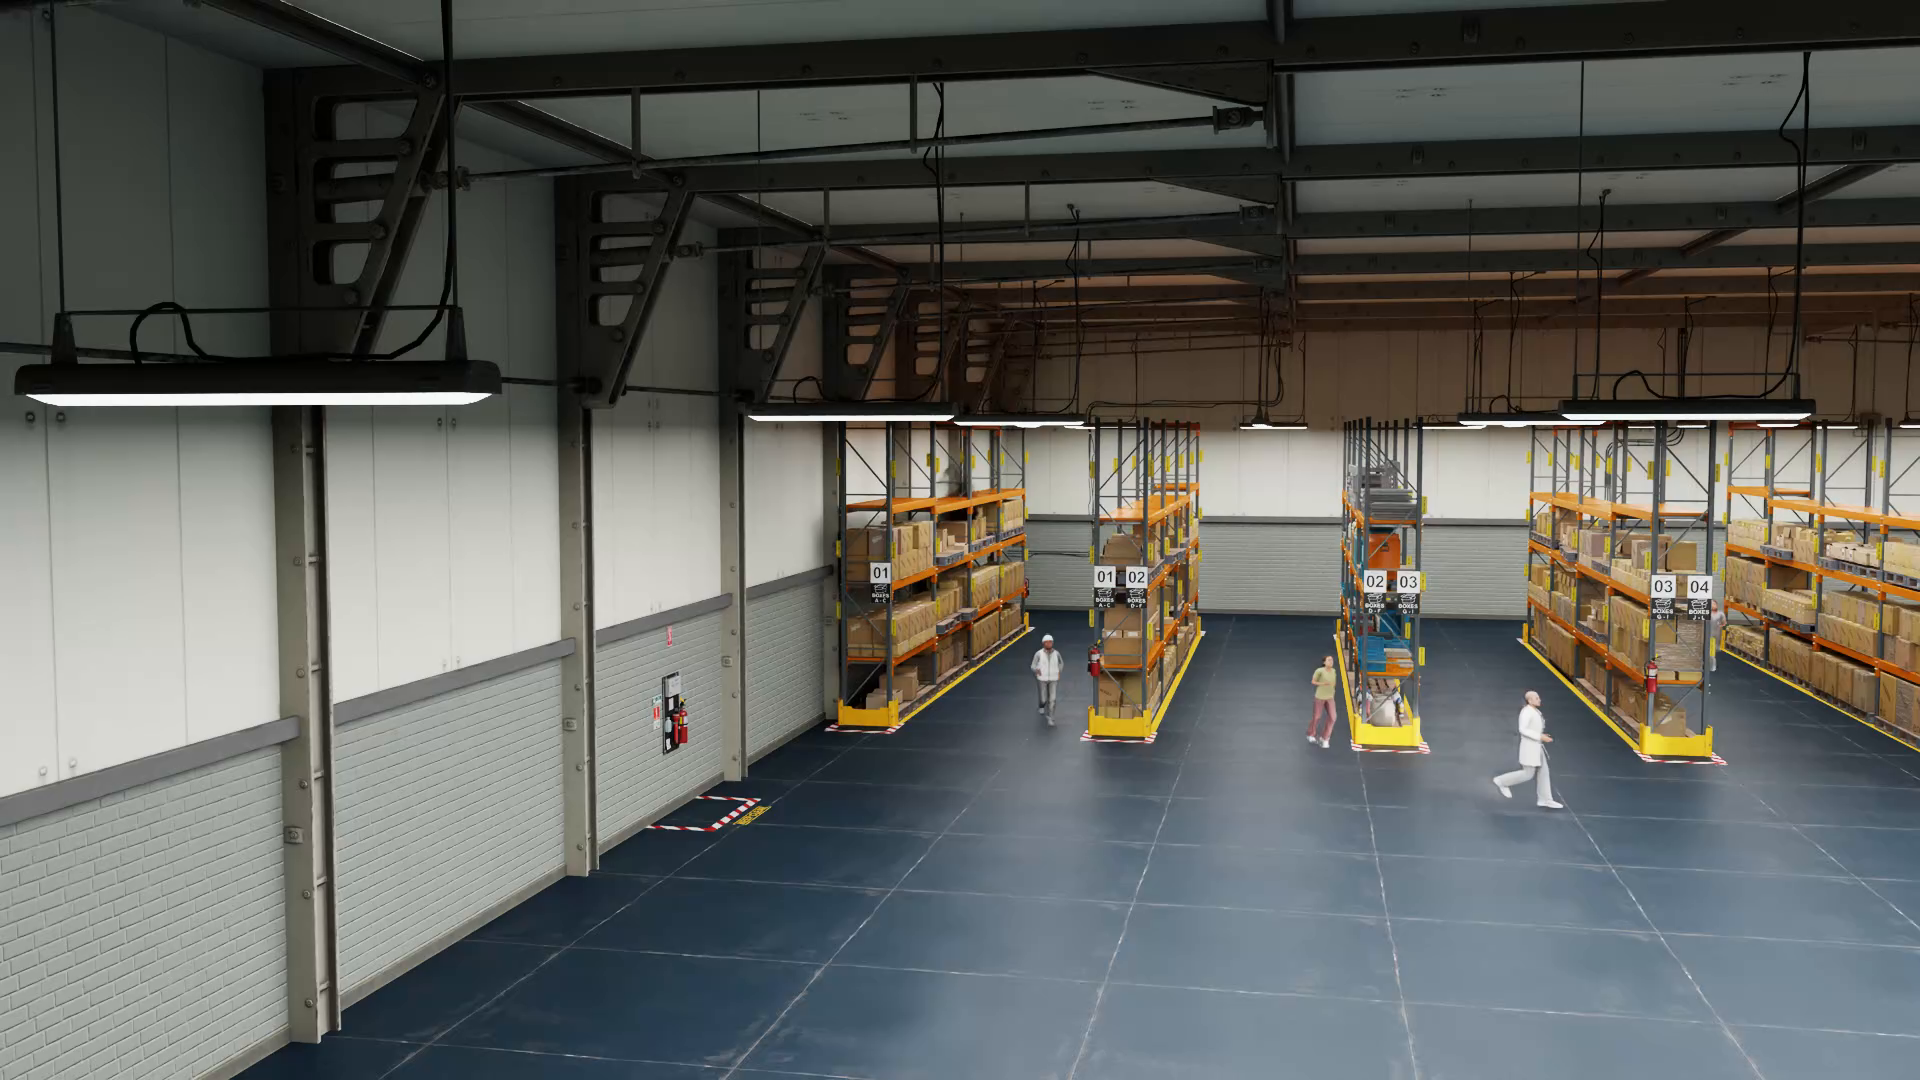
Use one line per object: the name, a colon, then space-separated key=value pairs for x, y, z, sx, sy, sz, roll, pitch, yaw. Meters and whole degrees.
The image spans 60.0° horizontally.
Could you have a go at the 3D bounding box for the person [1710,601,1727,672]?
person: x=18.191 y=2.293 z=40.104 sx=0.560 sy=1.675 sz=0.863 roll=1 pitch=4 yaw=18

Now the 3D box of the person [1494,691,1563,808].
person: x=8.737 y=3.189 z=25.408 sx=0.955 sy=1.767 sz=0.709 roll=3 pitch=5 yaw=35

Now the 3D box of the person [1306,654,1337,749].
person: x=6.657 y=2.931 z=30.367 sx=0.580 sy=1.720 sz=0.709 roll=-1 pitch=4 yaw=-14

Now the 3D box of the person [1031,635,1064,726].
person: x=1.730 y=2.735 z=32.608 sx=0.663 sy=1.732 sz=0.832 roll=0 pitch=4 yaw=-4
